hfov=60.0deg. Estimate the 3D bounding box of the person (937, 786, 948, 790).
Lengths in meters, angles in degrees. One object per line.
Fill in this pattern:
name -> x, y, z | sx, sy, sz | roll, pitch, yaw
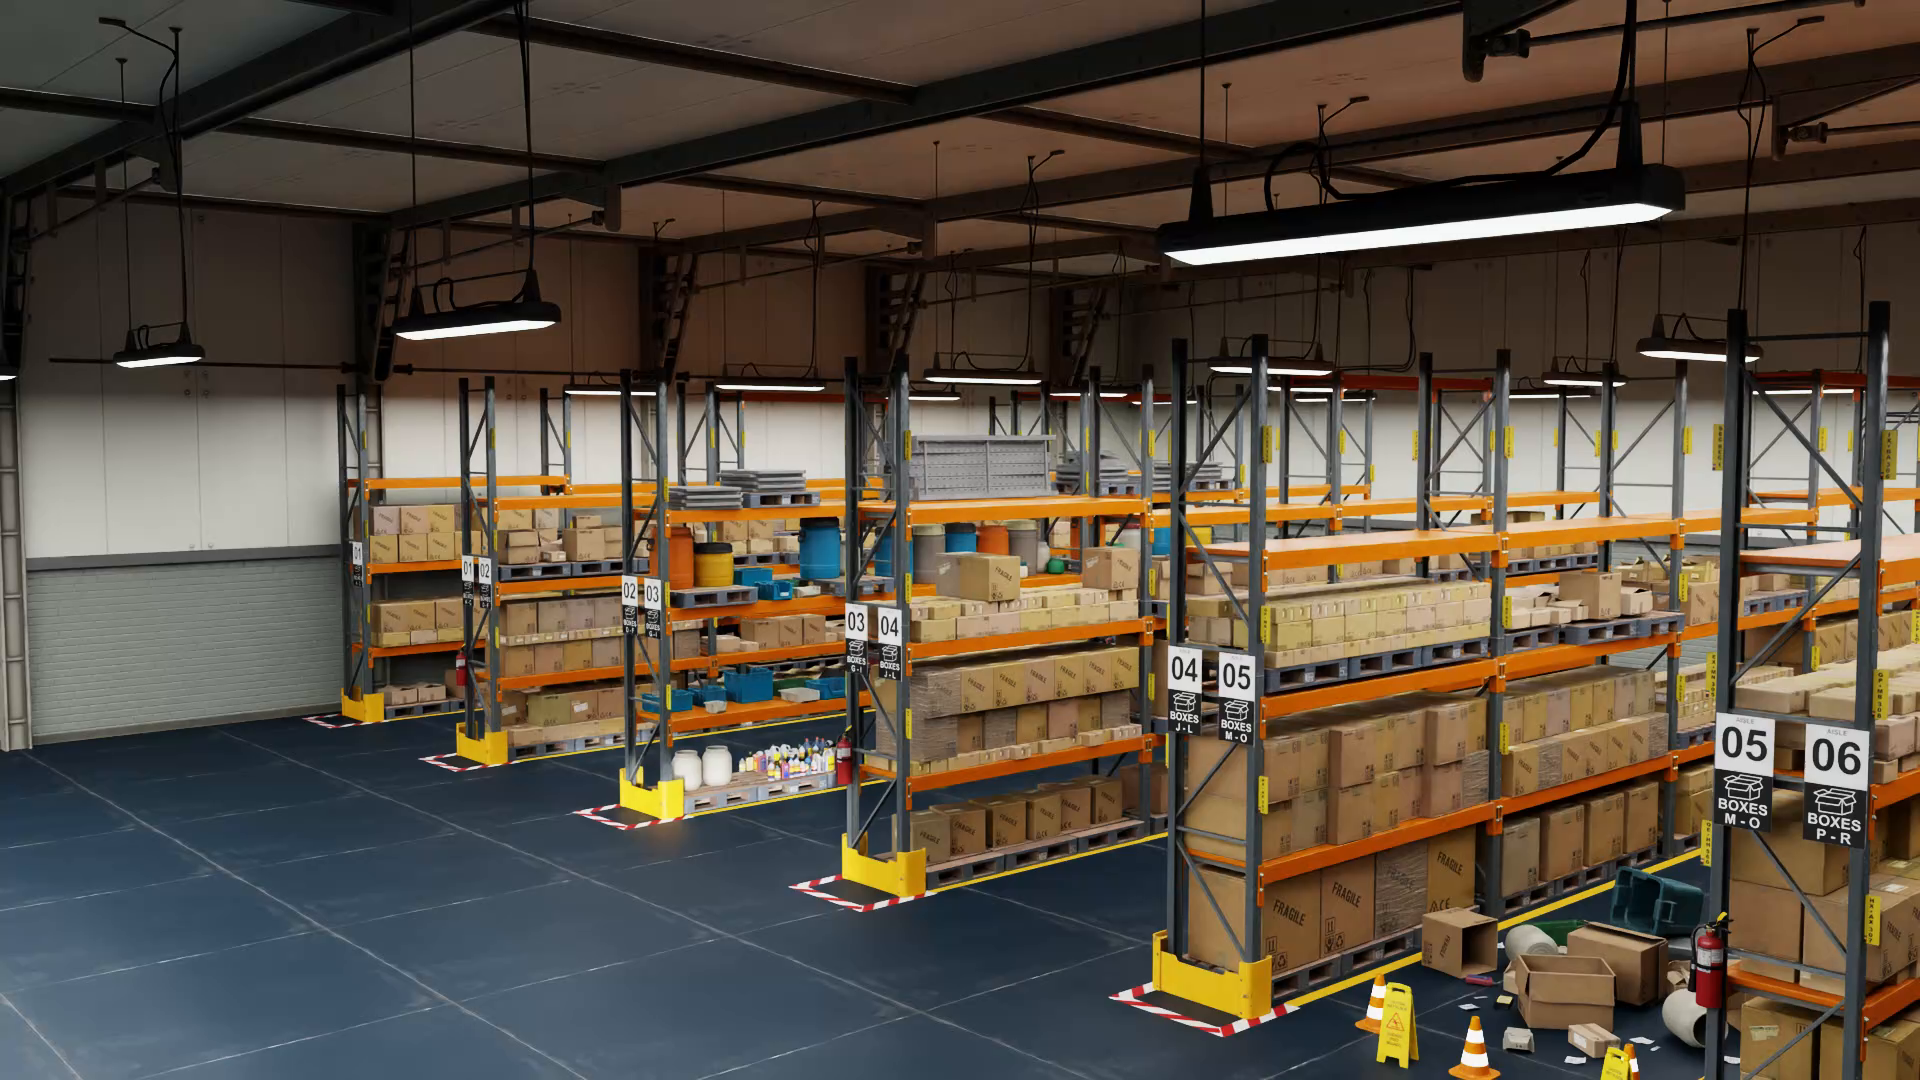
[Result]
person -> -0.101, 2.720, 24.209 | 0.606, 1.817, 0.717 | 2, 4, 33
